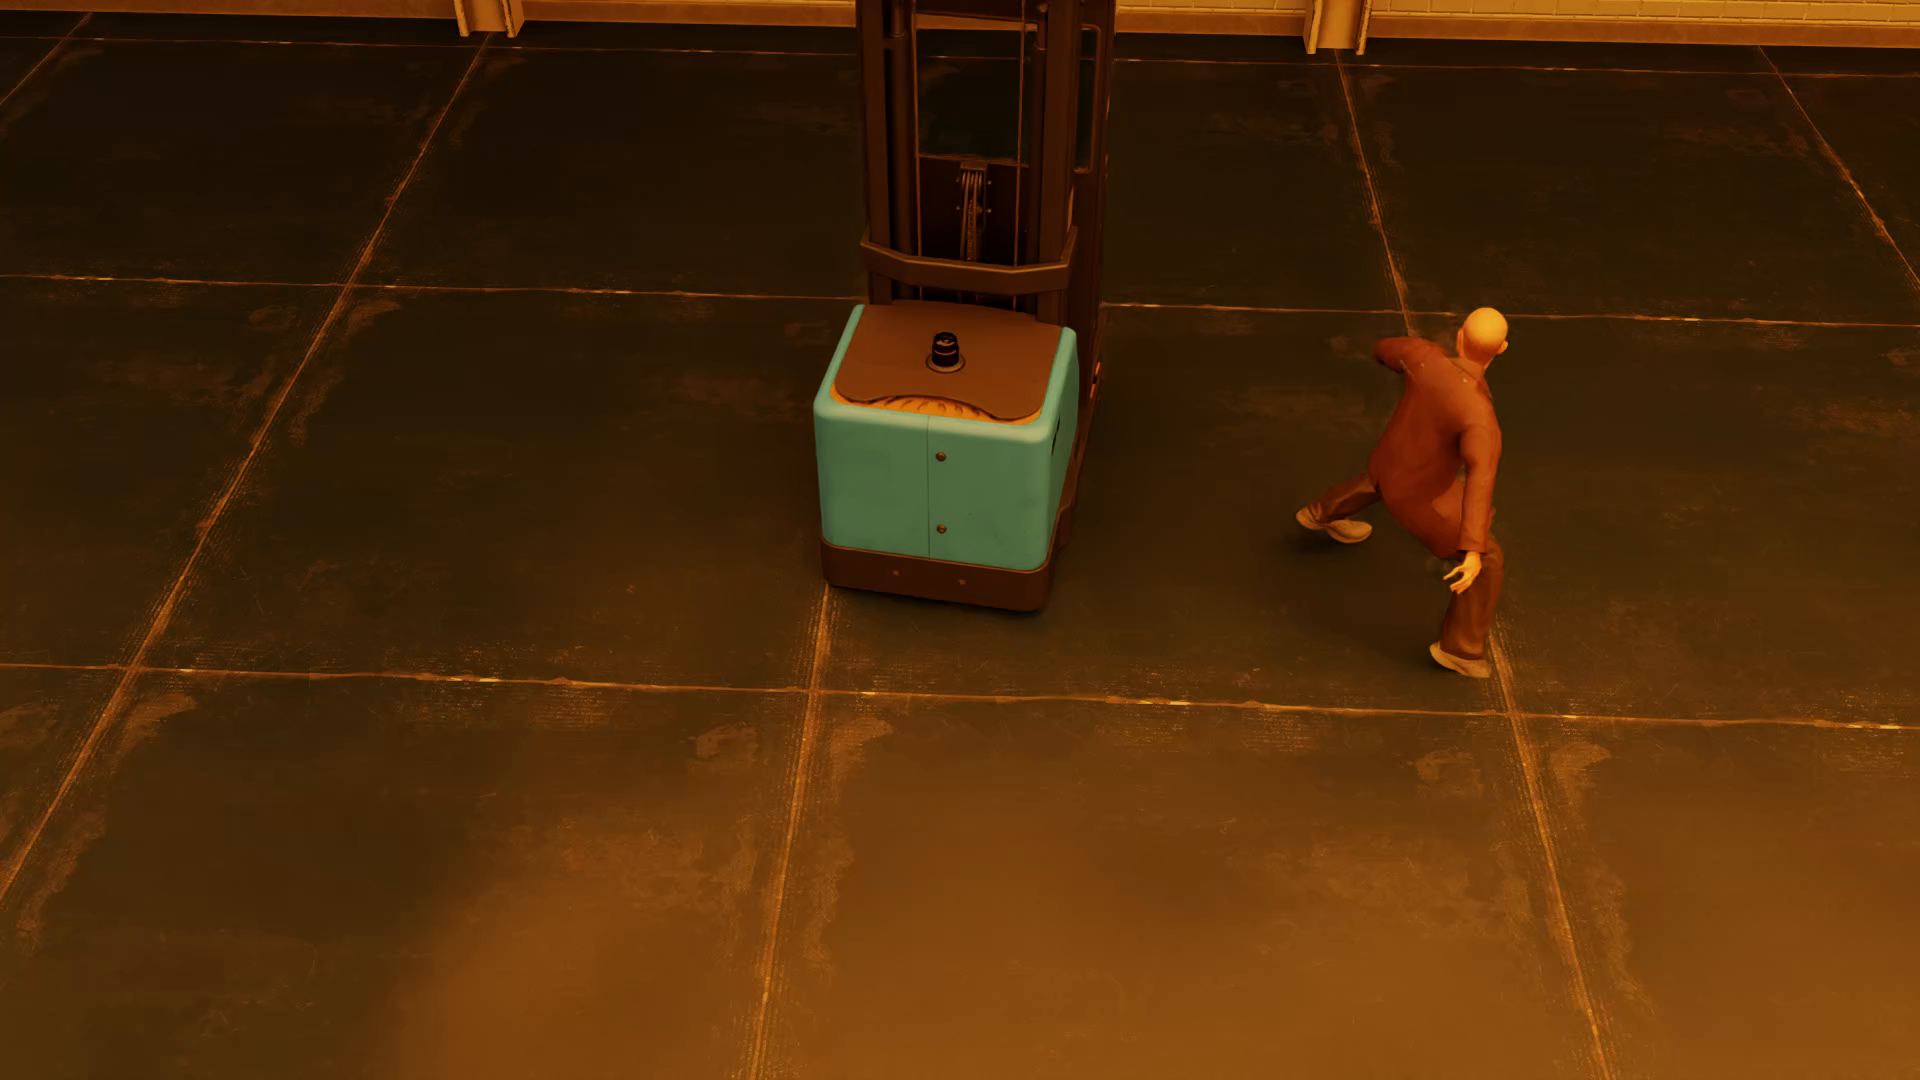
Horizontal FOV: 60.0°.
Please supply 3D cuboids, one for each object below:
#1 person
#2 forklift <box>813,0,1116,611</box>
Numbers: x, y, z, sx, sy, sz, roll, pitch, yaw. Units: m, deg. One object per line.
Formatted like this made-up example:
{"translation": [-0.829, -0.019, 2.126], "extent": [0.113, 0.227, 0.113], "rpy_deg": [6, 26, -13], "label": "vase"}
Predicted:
{"translation": [1.995, -0.212, 7.022], "extent": [0.606, 1.702, 1.218], "rpy_deg": [-9, 43, -10], "label": "person"}
{"translation": [0.151, -1.766, 7.677], "extent": [1.130, 2.935, 3.031], "rpy_deg": [7, 43, 8], "label": "forklift"}
